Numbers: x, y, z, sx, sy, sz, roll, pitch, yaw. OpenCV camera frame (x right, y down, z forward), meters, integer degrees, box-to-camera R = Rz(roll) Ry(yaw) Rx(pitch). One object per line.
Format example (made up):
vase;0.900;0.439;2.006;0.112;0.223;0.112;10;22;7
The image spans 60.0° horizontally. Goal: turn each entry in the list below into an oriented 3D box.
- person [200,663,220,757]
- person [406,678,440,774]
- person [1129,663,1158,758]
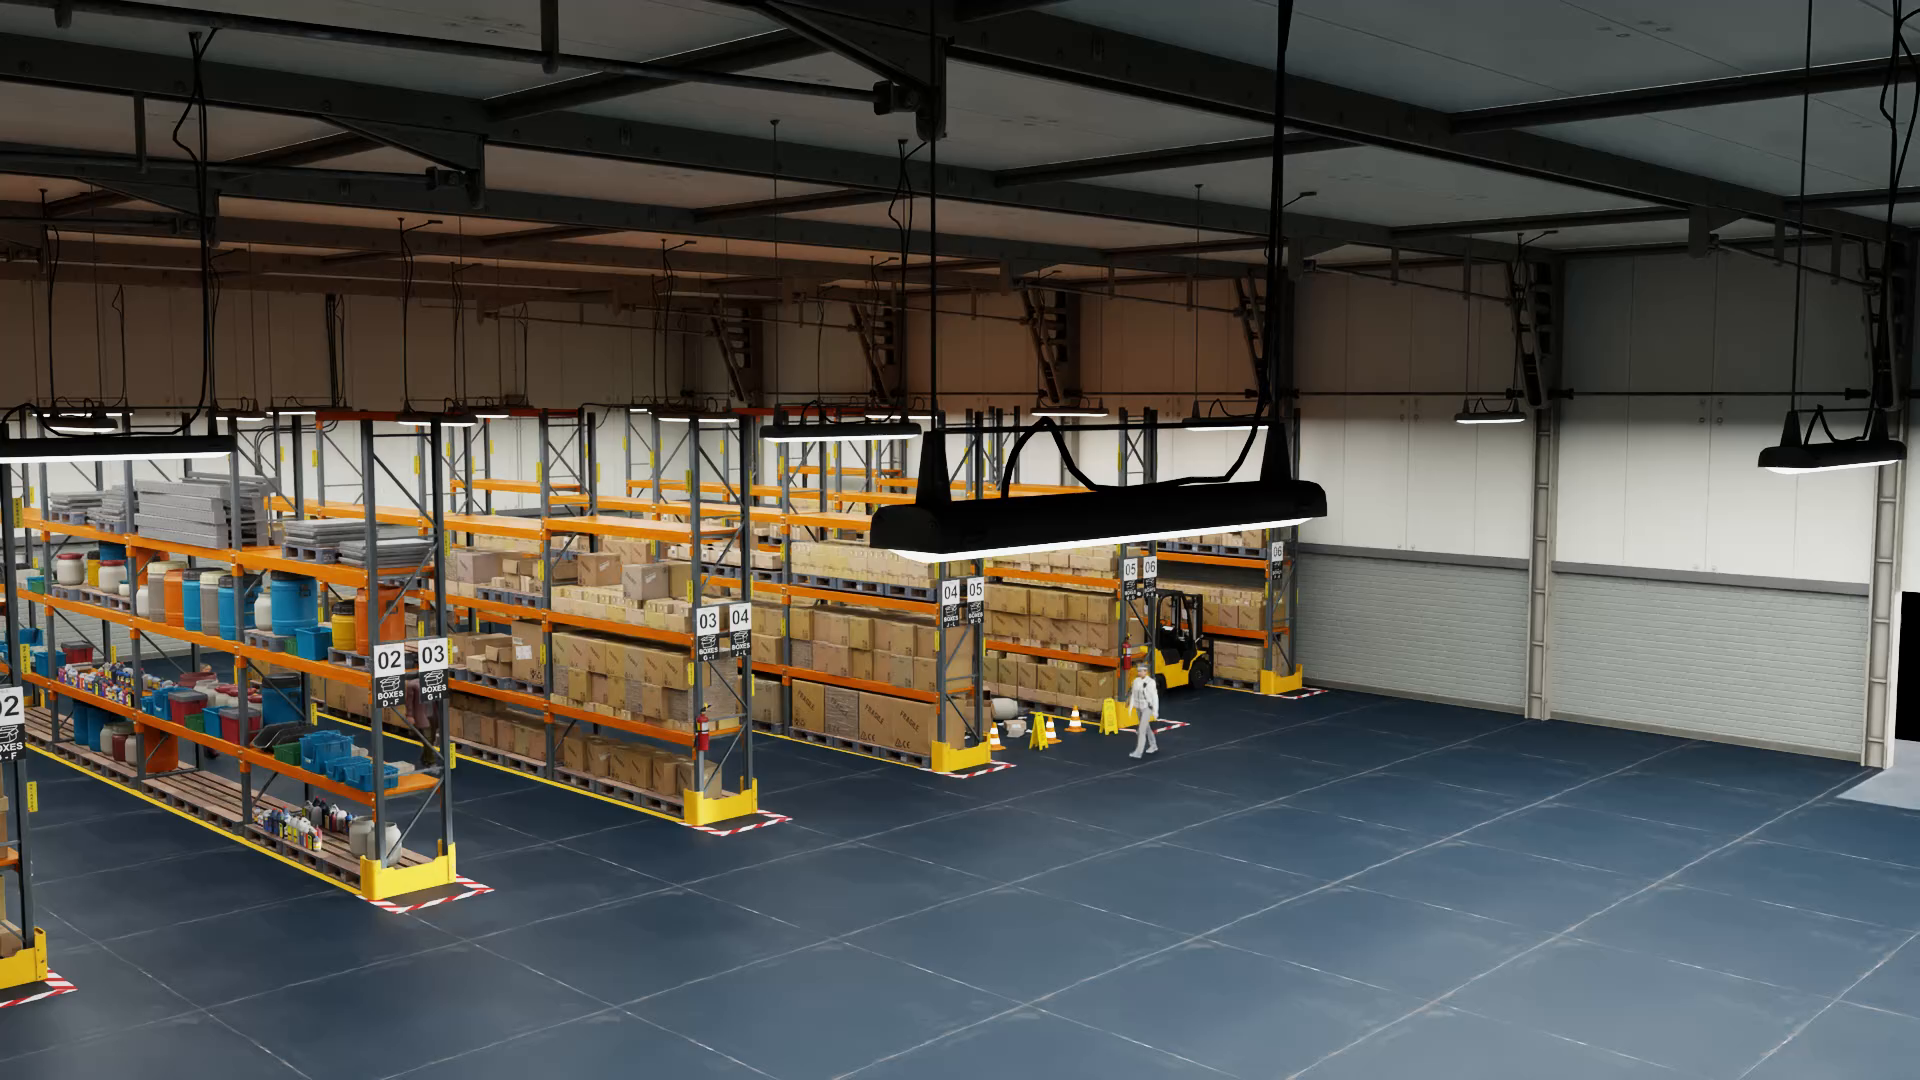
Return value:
person;-13.184;2.942;29.134;1.021;1.588;0.571;4;7;41
person;-8.897;2.990;27.933;0.794;1.793;0.619;3;6;34
person;3.186;2.948;28.926;0.866;1.632;0.444;-4;6;-35
